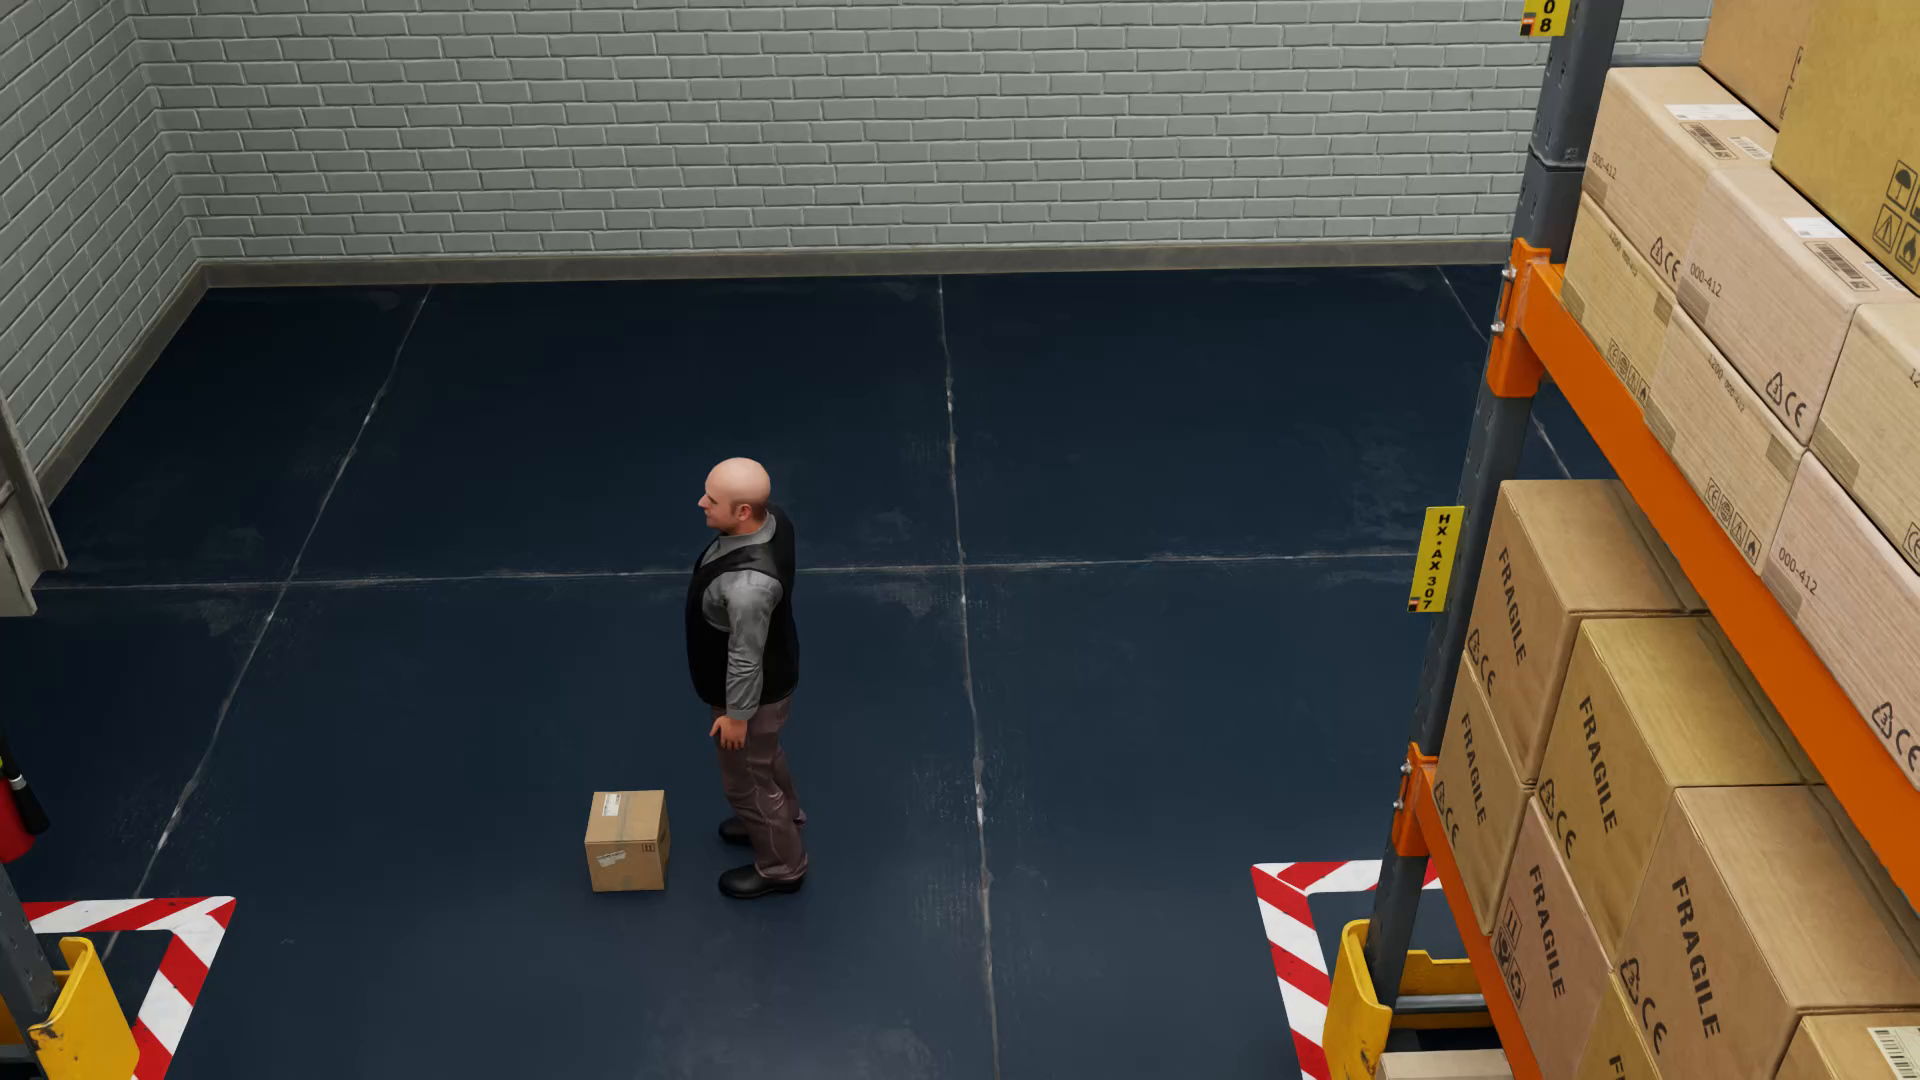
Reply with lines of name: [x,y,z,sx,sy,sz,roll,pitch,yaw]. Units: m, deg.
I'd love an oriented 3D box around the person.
person: [-0.703,0.468,5.503,0.359,1.715,0.531,-1,35,-1]
